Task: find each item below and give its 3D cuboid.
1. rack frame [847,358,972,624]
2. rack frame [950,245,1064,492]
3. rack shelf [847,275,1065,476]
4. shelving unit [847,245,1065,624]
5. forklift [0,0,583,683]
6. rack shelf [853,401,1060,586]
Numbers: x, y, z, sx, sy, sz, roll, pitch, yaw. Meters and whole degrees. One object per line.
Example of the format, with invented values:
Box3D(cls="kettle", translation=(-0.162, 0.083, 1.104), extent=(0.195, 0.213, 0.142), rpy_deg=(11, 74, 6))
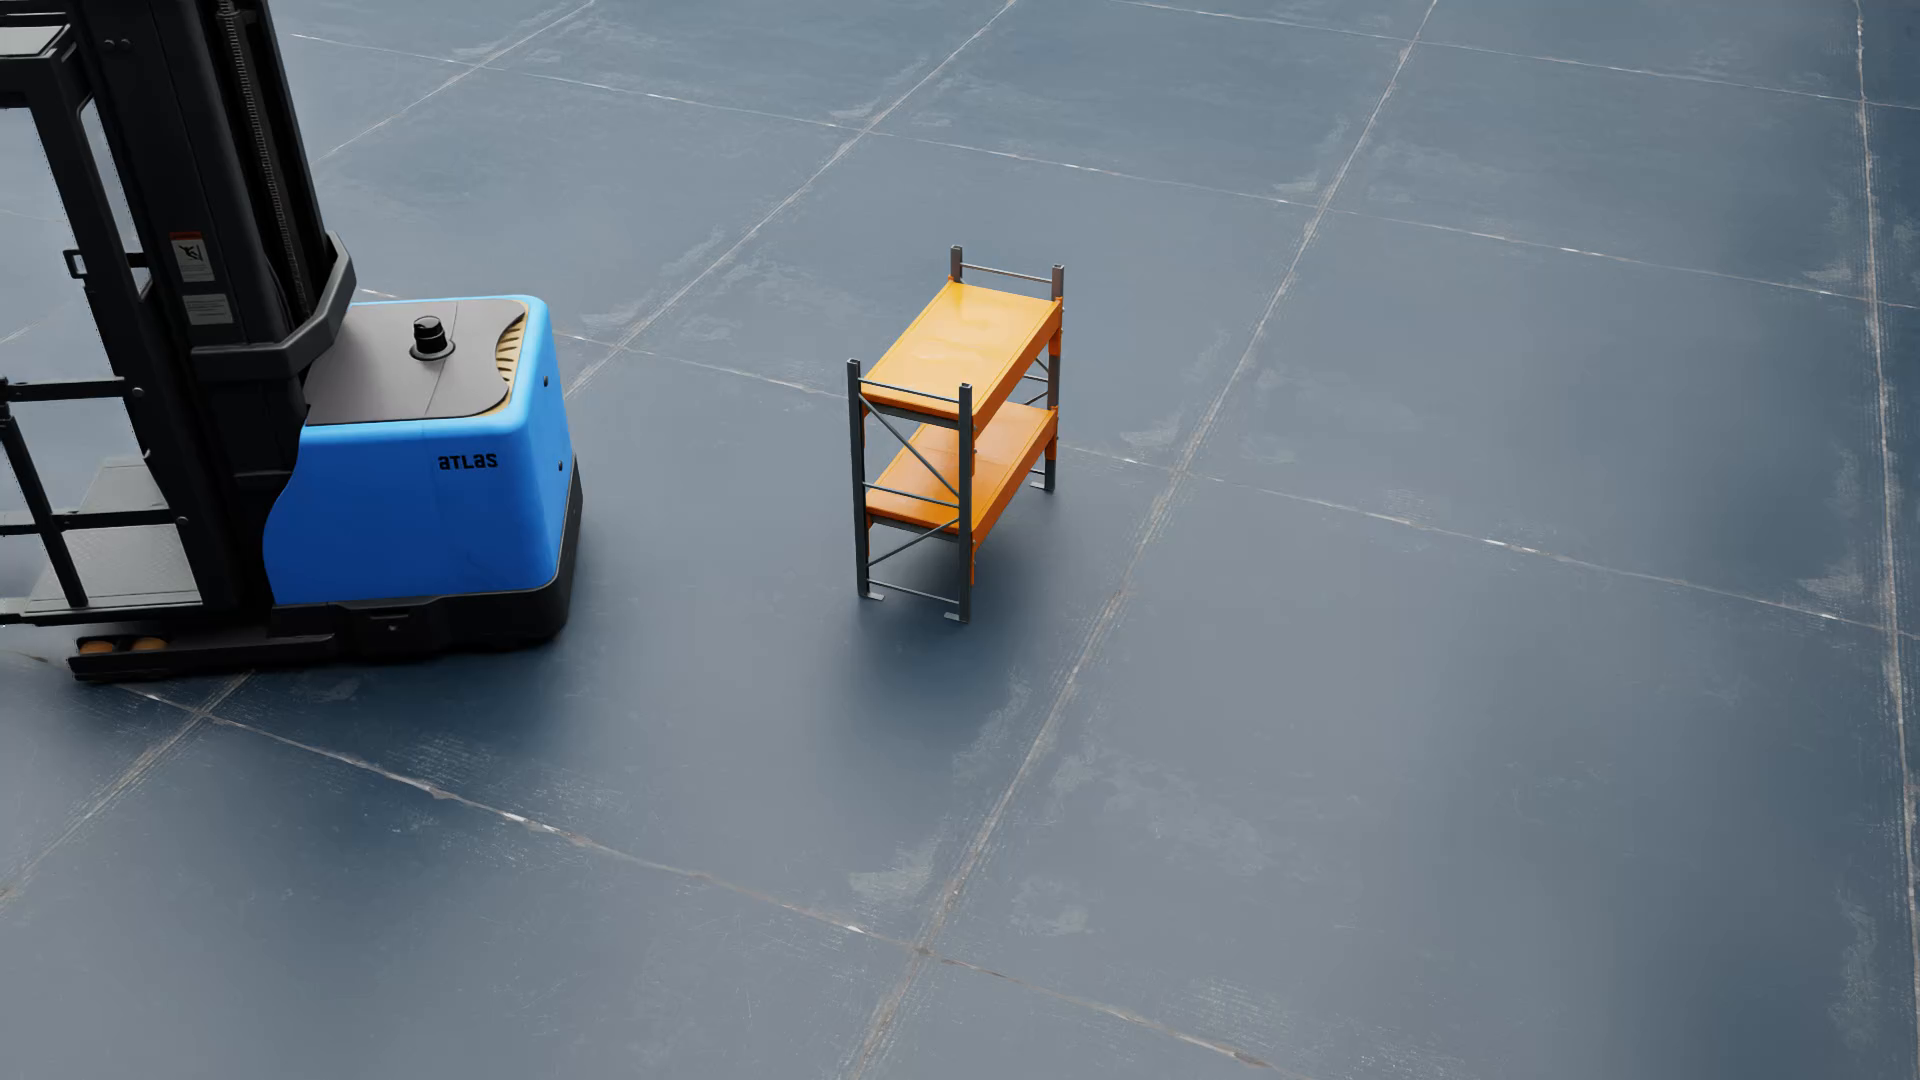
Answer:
Box3D(cls="rack frame", translation=(-0.191, -0.173, 6.542), extent=(0.500, 1.125, 0.032), rpy_deg=(14, 39, 18))
Box3D(cls="rack frame", translation=(0.196, -0.736, 7.295), extent=(0.500, 1.125, 0.032), rpy_deg=(14, 39, 18))
Box3D(cls="rack shelf", translation=(0.003, -0.689, 6.743), extent=(0.538, 0.278, 1.000), rpy_deg=(14, 39, 18))
Box3D(cls="shelving unit", translation=(0.003, -0.454, 6.918), extent=(0.538, 1.125, 1.048), rpy_deg=(14, 39, 18))
Box3D(cls="forklift", translation=(-3.133, -0.950, 6.073), extent=(3.031, 2.935, 1.130), rpy_deg=(-4, 37, -5))
Box3D(cls="rack shelf", translation=(0.003, -0.258, 7.065), extent=(0.538, 0.278, 1.000), rpy_deg=(14, 39, 18))
